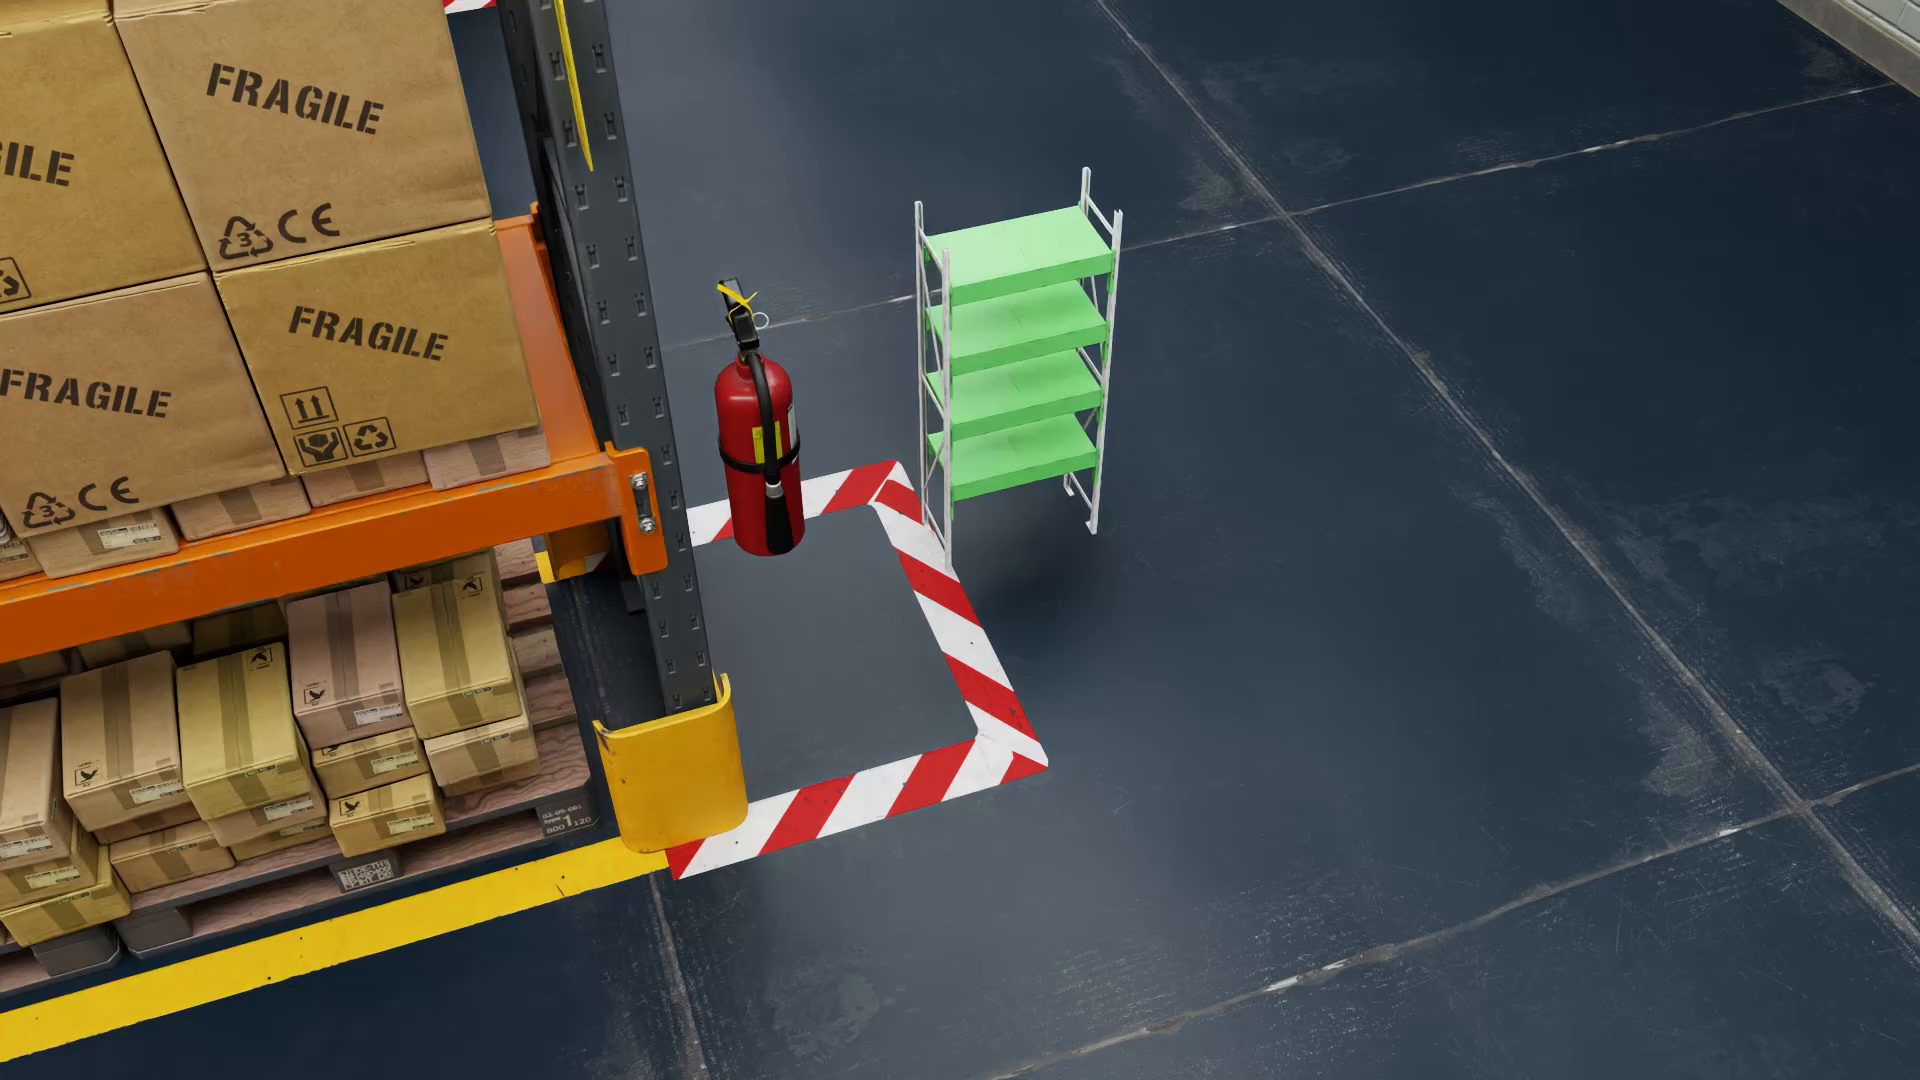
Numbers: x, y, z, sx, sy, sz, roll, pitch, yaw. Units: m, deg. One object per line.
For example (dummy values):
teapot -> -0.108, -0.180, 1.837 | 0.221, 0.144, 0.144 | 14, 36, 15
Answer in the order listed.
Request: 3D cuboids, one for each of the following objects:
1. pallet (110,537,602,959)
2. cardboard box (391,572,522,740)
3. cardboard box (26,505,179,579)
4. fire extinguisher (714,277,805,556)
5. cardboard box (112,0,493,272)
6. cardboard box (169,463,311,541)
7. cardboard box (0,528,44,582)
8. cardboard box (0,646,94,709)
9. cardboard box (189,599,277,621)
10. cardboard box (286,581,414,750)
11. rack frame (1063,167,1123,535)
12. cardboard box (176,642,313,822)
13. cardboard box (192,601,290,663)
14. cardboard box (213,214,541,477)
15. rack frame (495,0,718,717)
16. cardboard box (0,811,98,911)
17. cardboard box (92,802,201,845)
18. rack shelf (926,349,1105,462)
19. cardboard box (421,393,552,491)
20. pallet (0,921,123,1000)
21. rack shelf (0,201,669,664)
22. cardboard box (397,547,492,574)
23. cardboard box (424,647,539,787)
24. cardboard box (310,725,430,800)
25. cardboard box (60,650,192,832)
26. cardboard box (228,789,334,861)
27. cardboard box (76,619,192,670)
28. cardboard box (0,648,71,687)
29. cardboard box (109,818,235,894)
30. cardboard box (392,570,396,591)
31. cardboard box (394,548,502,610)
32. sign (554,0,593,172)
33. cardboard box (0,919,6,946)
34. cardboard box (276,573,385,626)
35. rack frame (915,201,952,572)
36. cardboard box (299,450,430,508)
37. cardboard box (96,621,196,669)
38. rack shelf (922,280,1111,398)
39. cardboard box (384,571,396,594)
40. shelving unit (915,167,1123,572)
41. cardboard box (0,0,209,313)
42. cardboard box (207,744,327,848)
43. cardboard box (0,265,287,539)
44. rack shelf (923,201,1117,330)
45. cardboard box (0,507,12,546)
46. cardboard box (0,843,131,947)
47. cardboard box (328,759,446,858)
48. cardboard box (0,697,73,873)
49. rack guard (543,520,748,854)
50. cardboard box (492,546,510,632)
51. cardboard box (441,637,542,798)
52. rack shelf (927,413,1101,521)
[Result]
pallet -> -1.693, 0.514, 4.589 | 1.213, 0.211, 1.003 | -14, 47, -14
cardboard box -> -1.257, 0.284, 4.146 | 0.250, 0.149, 0.380 | -14, 47, -13
cardboard box -> -1.765, -0.123, 3.432 | 0.250, 0.149, 0.380 | -13, 47, -13
fire extinguisher -> -0.451, -0.255, 3.704 | 0.183, 0.674, 0.296 | -14, 47, -14
cardboard box -> -1.191, -0.878, 3.021 | 0.500, 0.500, 0.500 | -15, 47, -15
cardboard box -> -1.533, -0.200, 3.509 | 0.250, 0.149, 0.380 | -15, 47, -14
cardboard box -> -2.023, -0.079, 3.389 | 0.250, 0.149, 0.380 | -16, 47, -16
cardboard box -> -2.397, 0.310, 4.330 | 0.250, 0.149, 0.380 | -16, 47, -16
cardboard box -> -1.952, 0.009, 4.420 | 0.250, 0.149, 0.380 | -14, 47, -14
cardboard box -> -1.513, 0.306, 4.124 | 0.250, 0.149, 0.380 | -13, 47, -13
rack frame -> 0.385, -0.522, 4.923 | 0.015, 1.200, 0.240 | -14, 47, -14
cardboard box -> -1.713, 0.453, 3.977 | 0.250, 0.149, 0.380 | -15, 47, -15
cardboard box -> -1.902, 0.194, 4.446 | 0.250, 0.149, 0.380 | -14, 47, -13
cardboard box -> -1.180, -0.521, 3.371 | 0.500, 0.500, 0.500 | -13, 47, -13
rack frame -> -0.845, -0.661, 3.791 | 0.127, 3.000, 1.000 | -14, 47, -14
cardboard box -> -2.215, 0.669, 3.972 | 0.250, 0.149, 0.380 | -14, 47, -13
cardboard box -> -2.020, 0.532, 4.109 | 0.250, 0.149, 0.380 | -15, 47, -14
rack shelf -> 0.156, -0.418, 4.910 | 0.480, 0.148, 0.258 | -14, 47, -14
cardboard box -> -1.056, -0.305, 3.614 | 0.250, 0.149, 0.380 | -14, 47, -14
pallet -> -2.838, 0.805, 4.299 | 1.213, 0.211, 1.003 | -14, 47, -14
rack shelf -> -2.726, 0.074, 3.566 | 4.000, 0.370, 1.077 | -14, 47, -14
cardboard box -> -1.453, -0.113, 4.541 | 0.250, 0.149, 0.380 | -16, 47, -16
cardboard box -> -1.244, 0.410, 4.230 | 0.250, 0.149, 0.380 | -16, 47, -15
cardboard box -> -1.509, 0.437, 4.203 | 0.250, 0.149, 0.380 | -15, 47, -15
cardboard box -> -1.978, 0.473, 3.957 | 0.250, 0.149, 0.380 | -16, 47, -15
cardboard box -> -1.755, 0.598, 4.252 | 0.250, 0.149, 0.380 | -15, 47, -14
cardboard box -> -2.157, 0.124, 4.305 | 0.250, 0.149, 0.380 | -16, 47, -16
cardboard box -> -2.421, 0.184, 4.245 | 0.250, 0.149, 0.380 | -13, 46, -12
cardboard box -> -1.982, 0.667, 4.184 | 0.250, 0.149, 0.380 | -14, 47, -13
cardboard box -> -1.665, 0.228, 4.622 | 0.250, 0.149, 0.380 | -15, 47, -14
cardboard box -> -1.425, 0.047, 4.591 | 0.250, 0.149, 0.380 | -13, 46, -12
sign -> -0.675, -0.806, 2.895 | 0.005, 0.325, 0.100 | -14, 47, -14
cardboard box -> -2.465, 0.822, 4.029 | 0.250, 0.149, 0.380 | -13, 47, -13
cardboard box -> -1.672, 0.034, 4.395 | 0.250, 0.149, 0.380 | -14, 47, -13
rack frame -> -0.074, -0.405, 4.806 | 0.015, 1.200, 0.240 | -14, 47, -14
cardboard box -> -1.302, -0.270, 3.579 | 0.250, 0.149, 0.380 | -14, 47, -14
cardboard box -> -2.180, 0.183, 4.456 | 0.250, 0.149, 0.380 | -13, 47, -13
rack shelf -> 0.156, -0.588, 4.740 | 0.480, 0.148, 0.258 | -14, 47, -14
cardboard box -> -1.702, 0.076, 4.563 | 0.250, 0.149, 0.380 | -15, 47, -14
shelving unit -> 0.156, -0.463, 4.865 | 0.503, 1.200, 0.258 | -14, 47, -14
cardboard box -> -1.668, -0.756, 2.899 | 0.500, 0.500, 0.500 | -16, 47, -15
cardboard box -> -1.733, 0.536, 4.105 | 0.250, 0.149, 0.380 | -16, 47, -15
cardboard box -> -1.666, -0.401, 3.251 | 0.500, 0.500, 0.500 | -15, 47, -15
rack shelf -> 0.156, -0.757, 4.570 | 0.480, 0.148, 0.258 | -14, 47, -14
cardboard box -> -2.140, -0.273, 3.123 | 0.500, 0.500, 0.500 | -14, 47, -14
cardboard box -> -2.201, 0.770, 4.081 | 0.250, 0.149, 0.380 | -16, 47, -16
cardboard box -> -1.477, 0.592, 4.258 | 0.250, 0.149, 0.380 | -13, 47, -13
cardboard box -> -2.212, 0.574, 3.856 | 0.250, 0.149, 0.380 | -13, 46, -12
rack guard -> -0.916, 0.240, 4.658 | 0.348, 0.500, 1.175 | -14, 47, -14
cardboard box -> -1.446, 0.110, 4.739 | 0.250, 0.149, 0.380 | -13, 47, -13
cardboard box -> -1.269, 0.463, 4.387 | 0.250, 0.149, 0.380 | -14, 47, -13
rack shelf -> 0.156, -0.249, 5.080 | 0.480, 0.148, 0.258 | -14, 47, -14
